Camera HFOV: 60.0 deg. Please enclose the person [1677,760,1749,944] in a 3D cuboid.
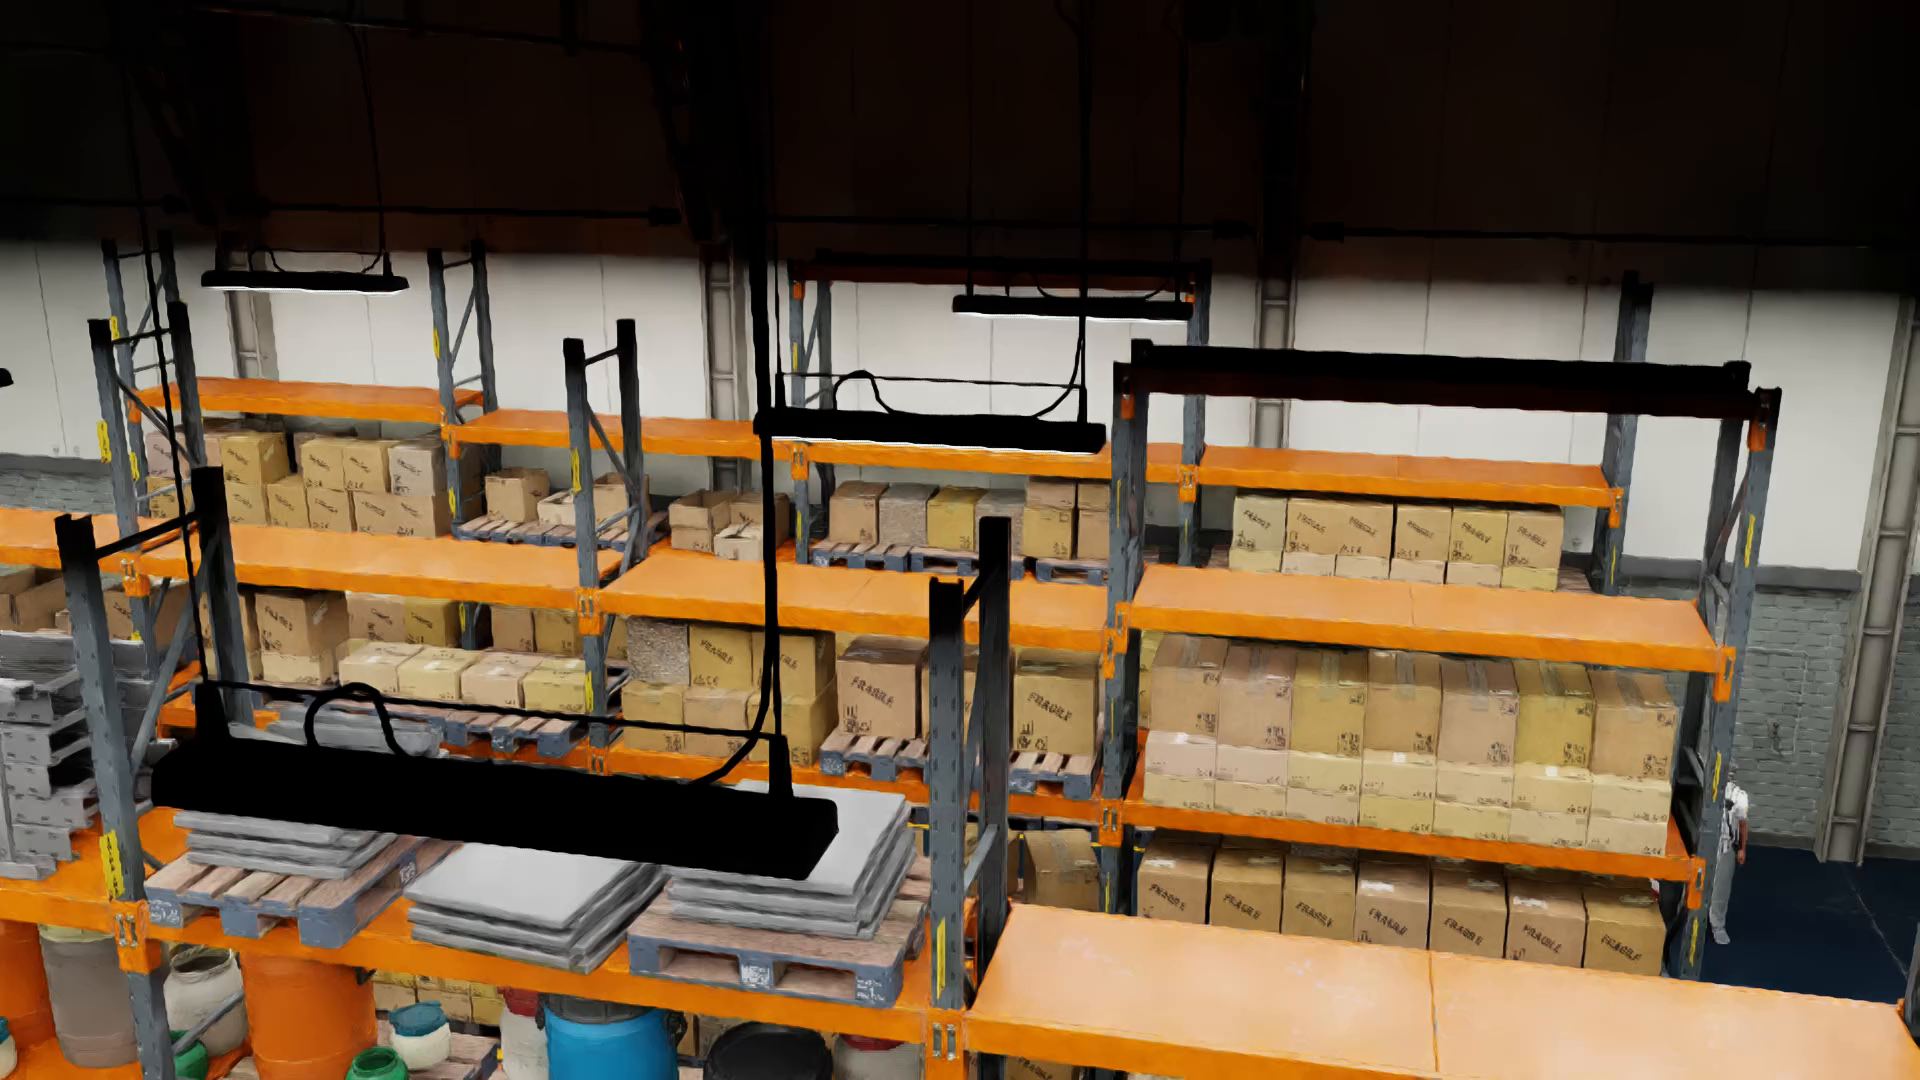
[{"bbox_3d":[6.993,2.829,15.577,0.721,1.758,0.475,15,22,41],"label":"person"}]
